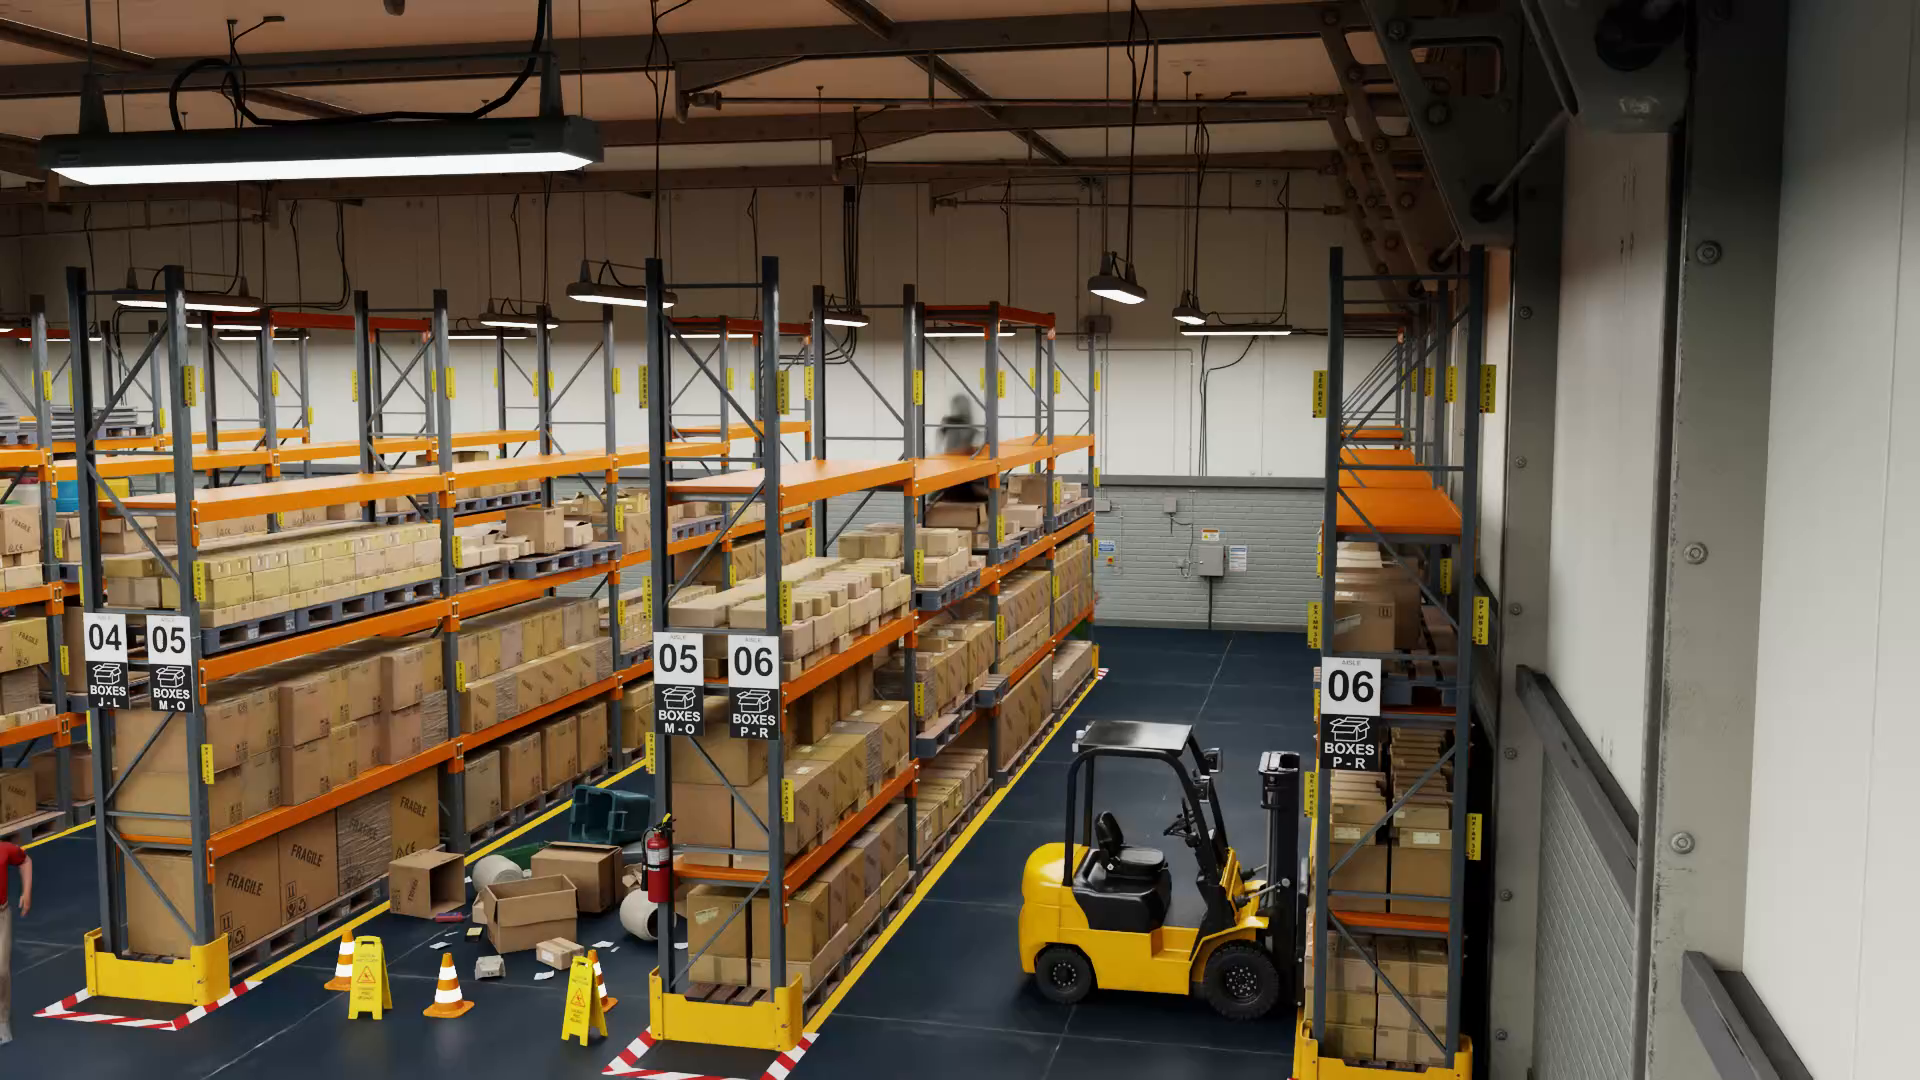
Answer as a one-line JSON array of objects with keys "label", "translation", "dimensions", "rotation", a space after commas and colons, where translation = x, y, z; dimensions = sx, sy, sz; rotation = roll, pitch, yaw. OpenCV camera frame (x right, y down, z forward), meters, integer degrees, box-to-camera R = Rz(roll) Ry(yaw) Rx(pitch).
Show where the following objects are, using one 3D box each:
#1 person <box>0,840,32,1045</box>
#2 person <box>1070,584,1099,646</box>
[{"label": "person", "translation": [-7.604, 3.026, 12.943], "dimensions": [0.684, 1.821, 0.786], "rotation": [-3, 6, -25]}, {"label": "person", "translation": [2.096, 1.314, 29.566], "dimensions": [0.578, 1.733, 0.716], "rotation": [3, 7, 30]}]
